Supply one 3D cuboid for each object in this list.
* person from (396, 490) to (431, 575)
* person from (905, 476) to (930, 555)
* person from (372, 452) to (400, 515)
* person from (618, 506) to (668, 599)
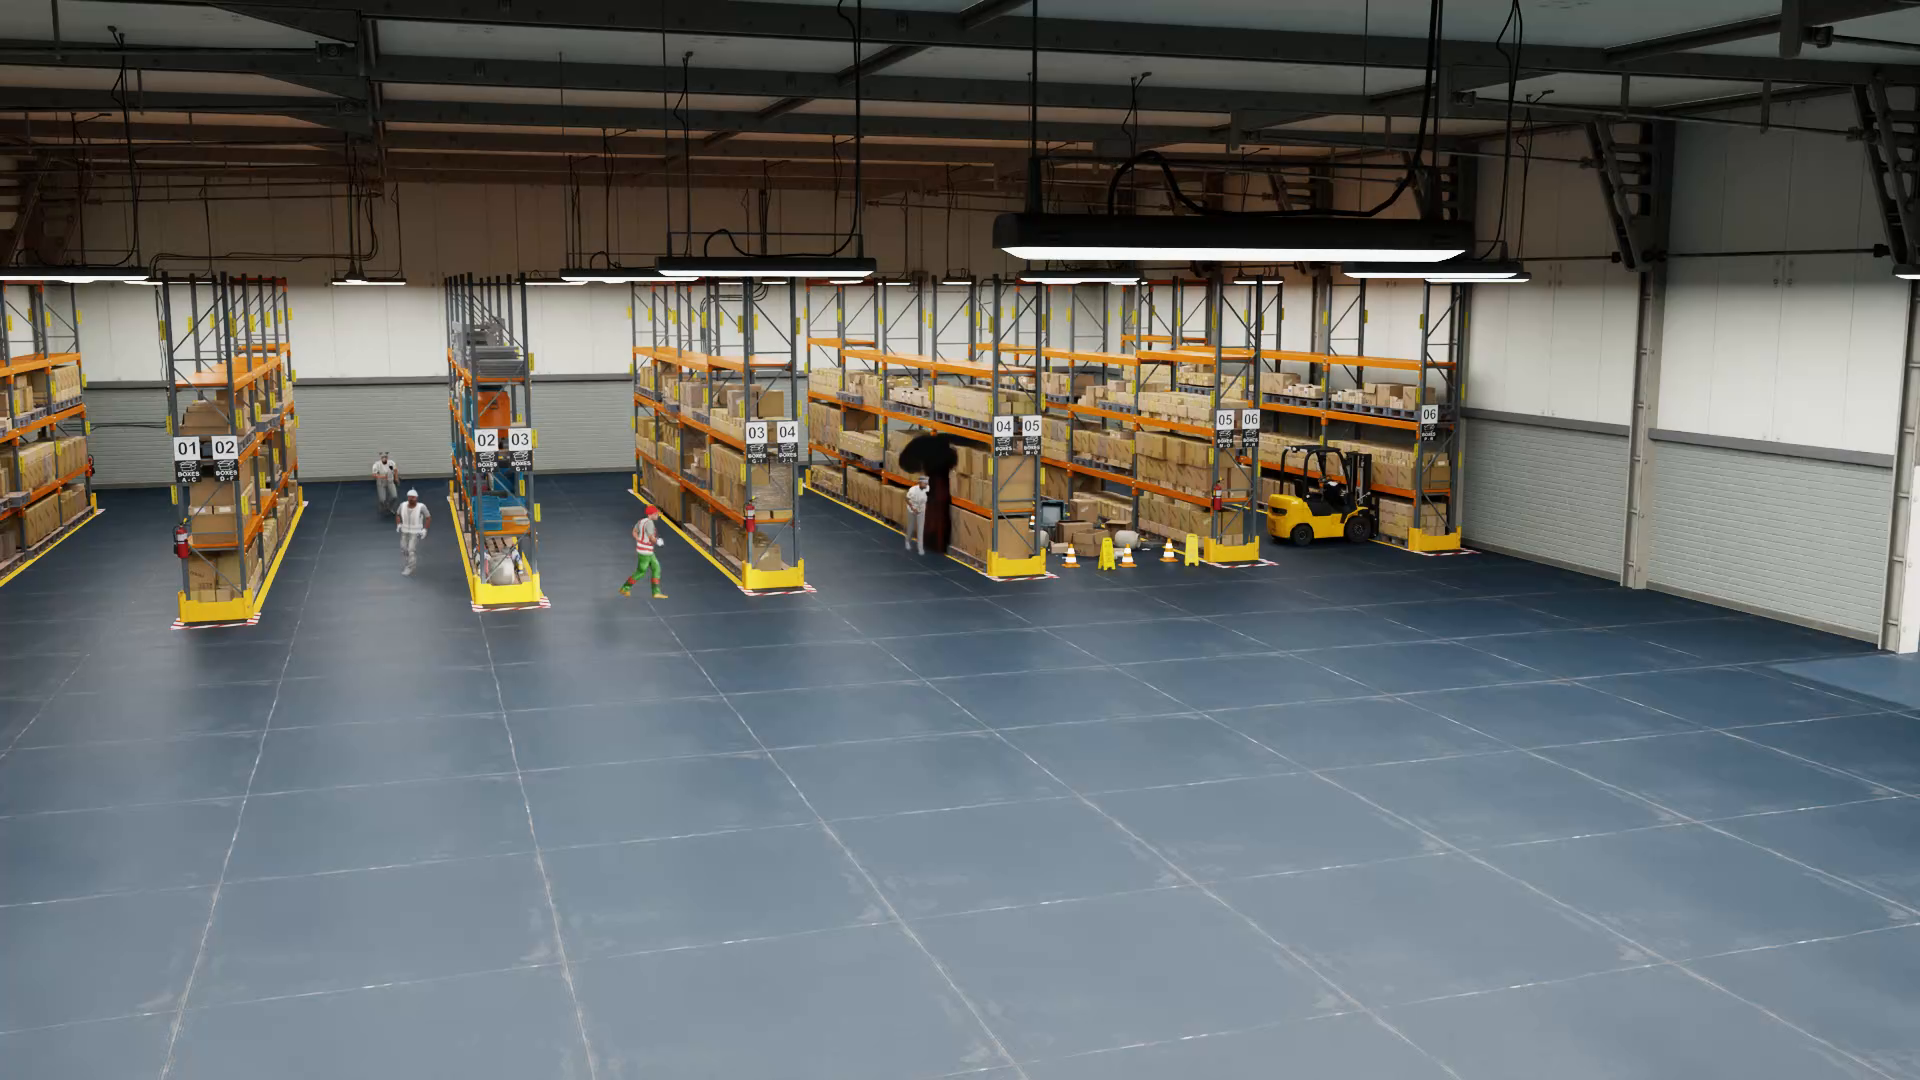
[{"bbox_3d":[-11.009,-0.173,33.576,0.706,1.730,0.626,1,9,4],"label":"person"},{"bbox_3d":[-0.915,-0.553,34.723,0.598,1.634,0.914,-5,10,-30],"label":"person"},{"bbox_3d":[-14.517,-1.437,42.078,0.678,1.655,0.861,-5,10,-30],"label":"person"},{"bbox_3d":[-5.839,0.242,30.563,0.895,1.745,0.634,-2,9,-15],"label":"person"}]
